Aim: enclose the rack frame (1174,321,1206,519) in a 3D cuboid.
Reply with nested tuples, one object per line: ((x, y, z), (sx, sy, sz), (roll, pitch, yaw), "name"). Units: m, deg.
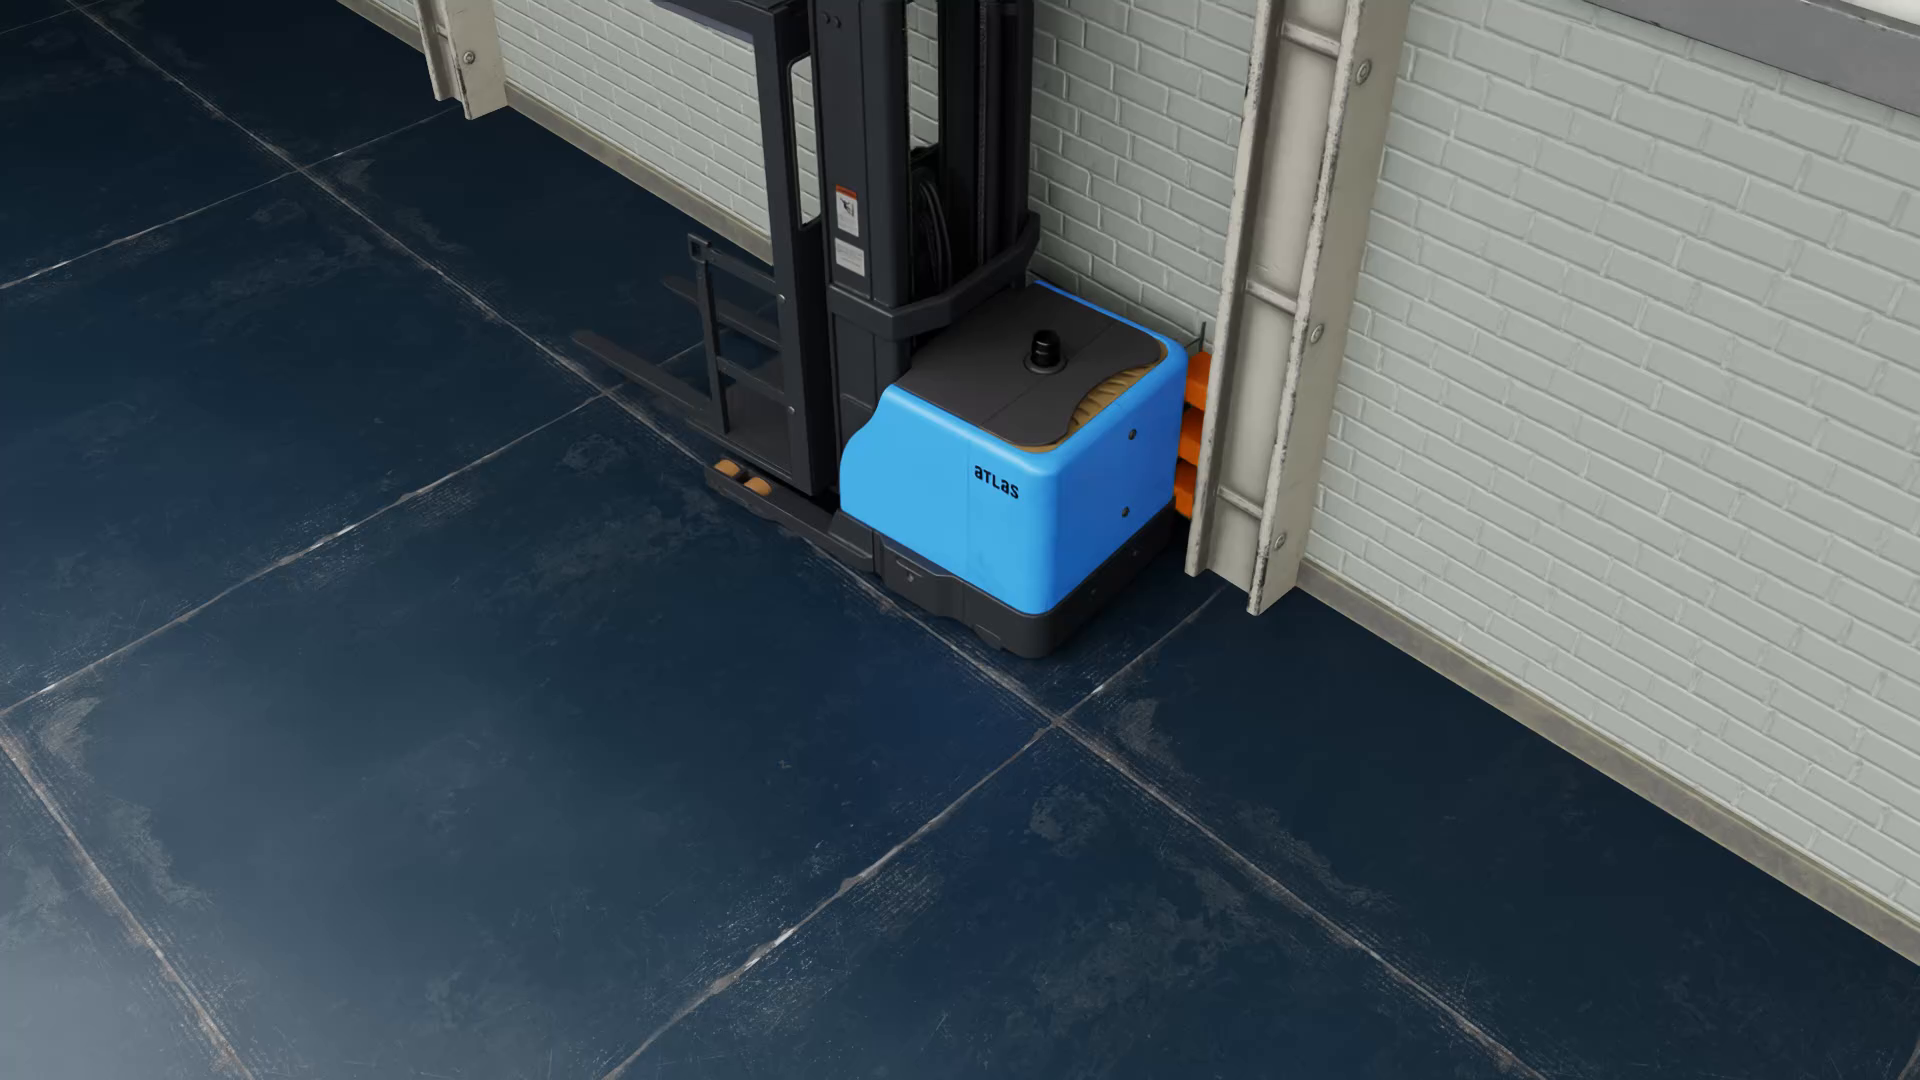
((0.919, -0.454, 7.089), (0.200, 1.050, 0.008), (-32, 51, -33), "rack frame")

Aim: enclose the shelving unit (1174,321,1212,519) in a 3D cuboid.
((1.005, -0.395, 7.026), (0.215, 1.050, 0.252), (-32, 51, -33), "shelving unit")

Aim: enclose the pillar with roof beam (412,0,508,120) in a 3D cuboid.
((-6.066, -3.969, 5.032), (9.100, 9.000, 0.400), (-34, 53, -31), "pillar with roof beam")

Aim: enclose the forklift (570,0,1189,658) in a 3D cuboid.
((-0.529, -1.440, 6.766), (3.031, 2.935, 1.130), (29, 50, 28), "forklift")

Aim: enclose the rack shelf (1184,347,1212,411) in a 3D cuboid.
((1.012, -0.601, 6.846), (0.215, 0.259, 0.240), (-32, 51, -33), "rack shelf")

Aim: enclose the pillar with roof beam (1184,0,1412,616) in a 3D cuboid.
((-1.829, -1.086, 1.912), (9.100, 9.000, 0.400), (-34, 53, -31), "pillar with roof beam")

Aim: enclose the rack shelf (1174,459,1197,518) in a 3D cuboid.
((0.998, -0.178, 7.215), (0.215, 0.259, 0.240), (-32, 51, -33), "rack shelf")

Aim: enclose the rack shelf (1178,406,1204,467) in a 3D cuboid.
((1.005, -0.387, 7.032), (0.215, 0.259, 0.240), (-32, 51, -33), "rack shelf")
